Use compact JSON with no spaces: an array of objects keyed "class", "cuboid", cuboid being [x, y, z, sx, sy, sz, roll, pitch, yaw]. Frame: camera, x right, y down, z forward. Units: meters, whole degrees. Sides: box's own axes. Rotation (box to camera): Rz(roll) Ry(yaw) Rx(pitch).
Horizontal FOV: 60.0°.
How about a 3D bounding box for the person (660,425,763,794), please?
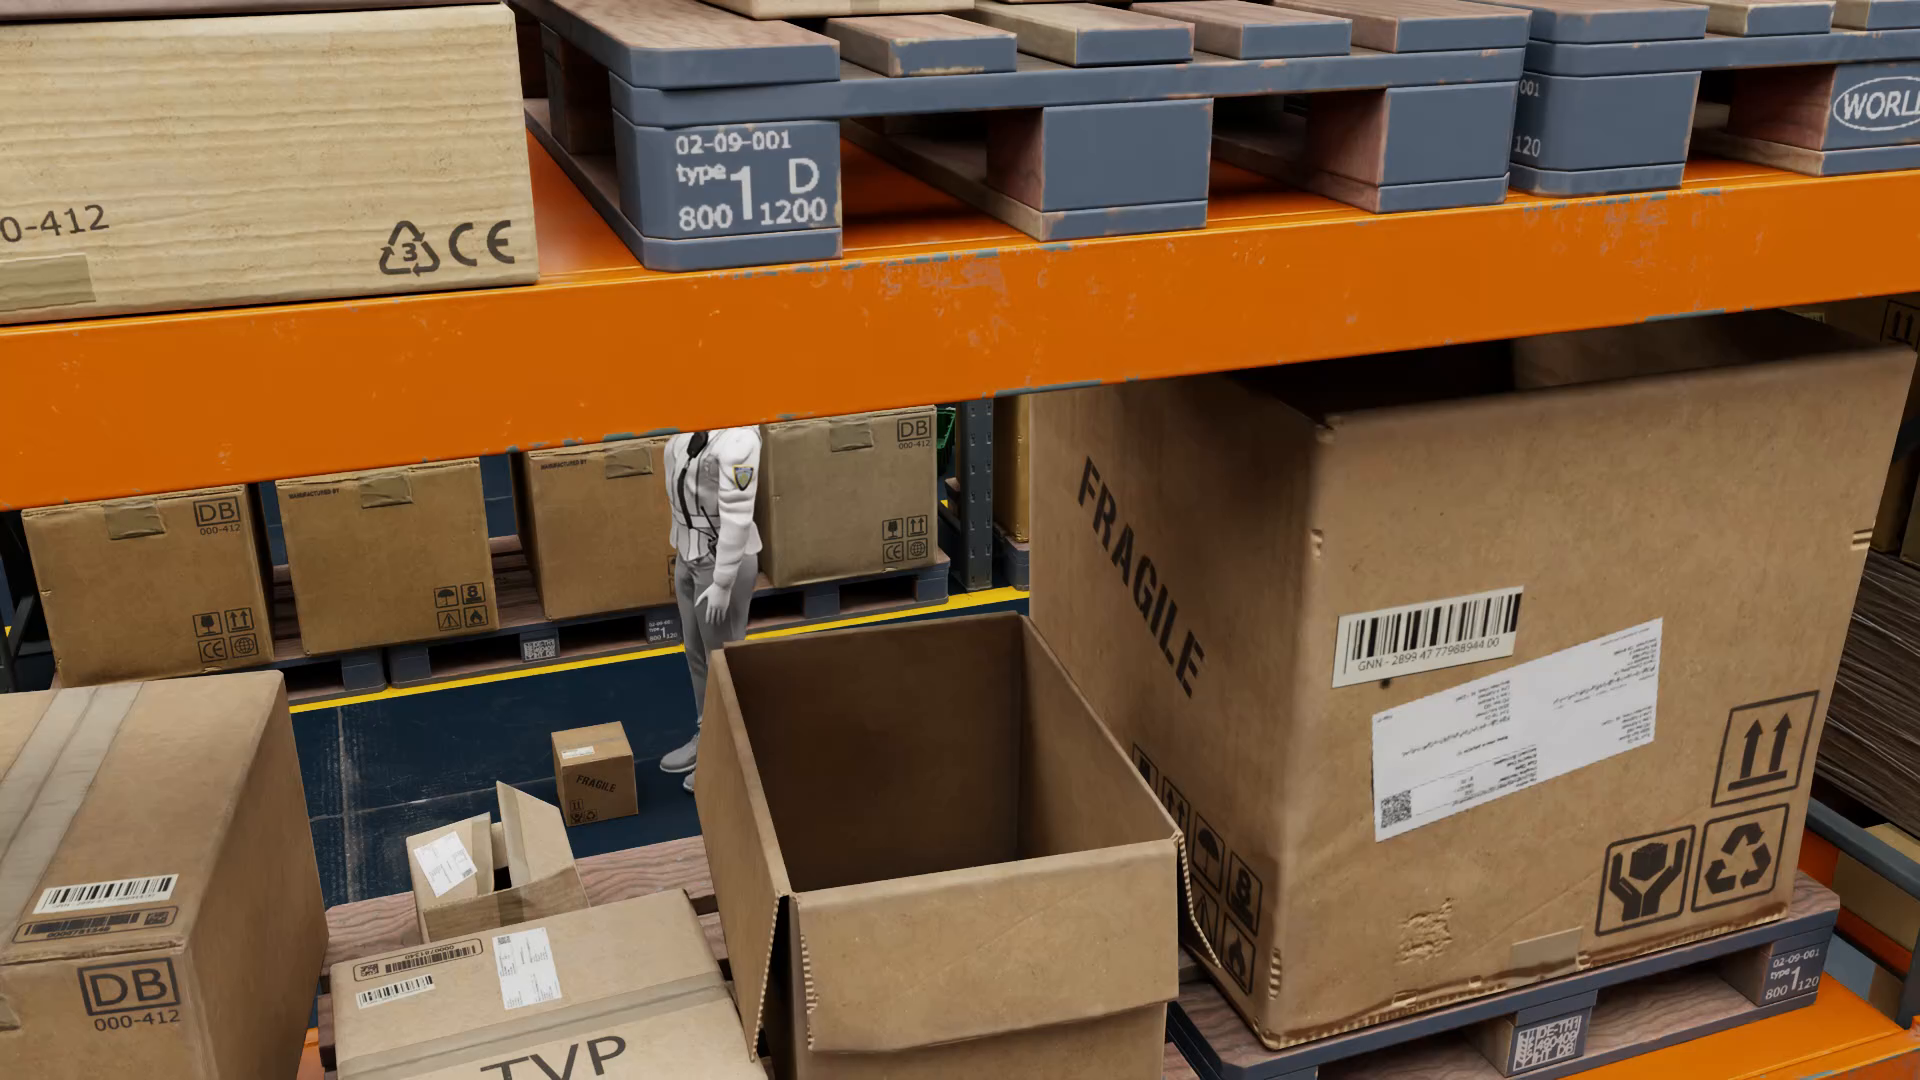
[{"class":"person","cuboid":[-0.875,0.091,5.823,0.399,1.705,0.497,-10,25,-23]}]
